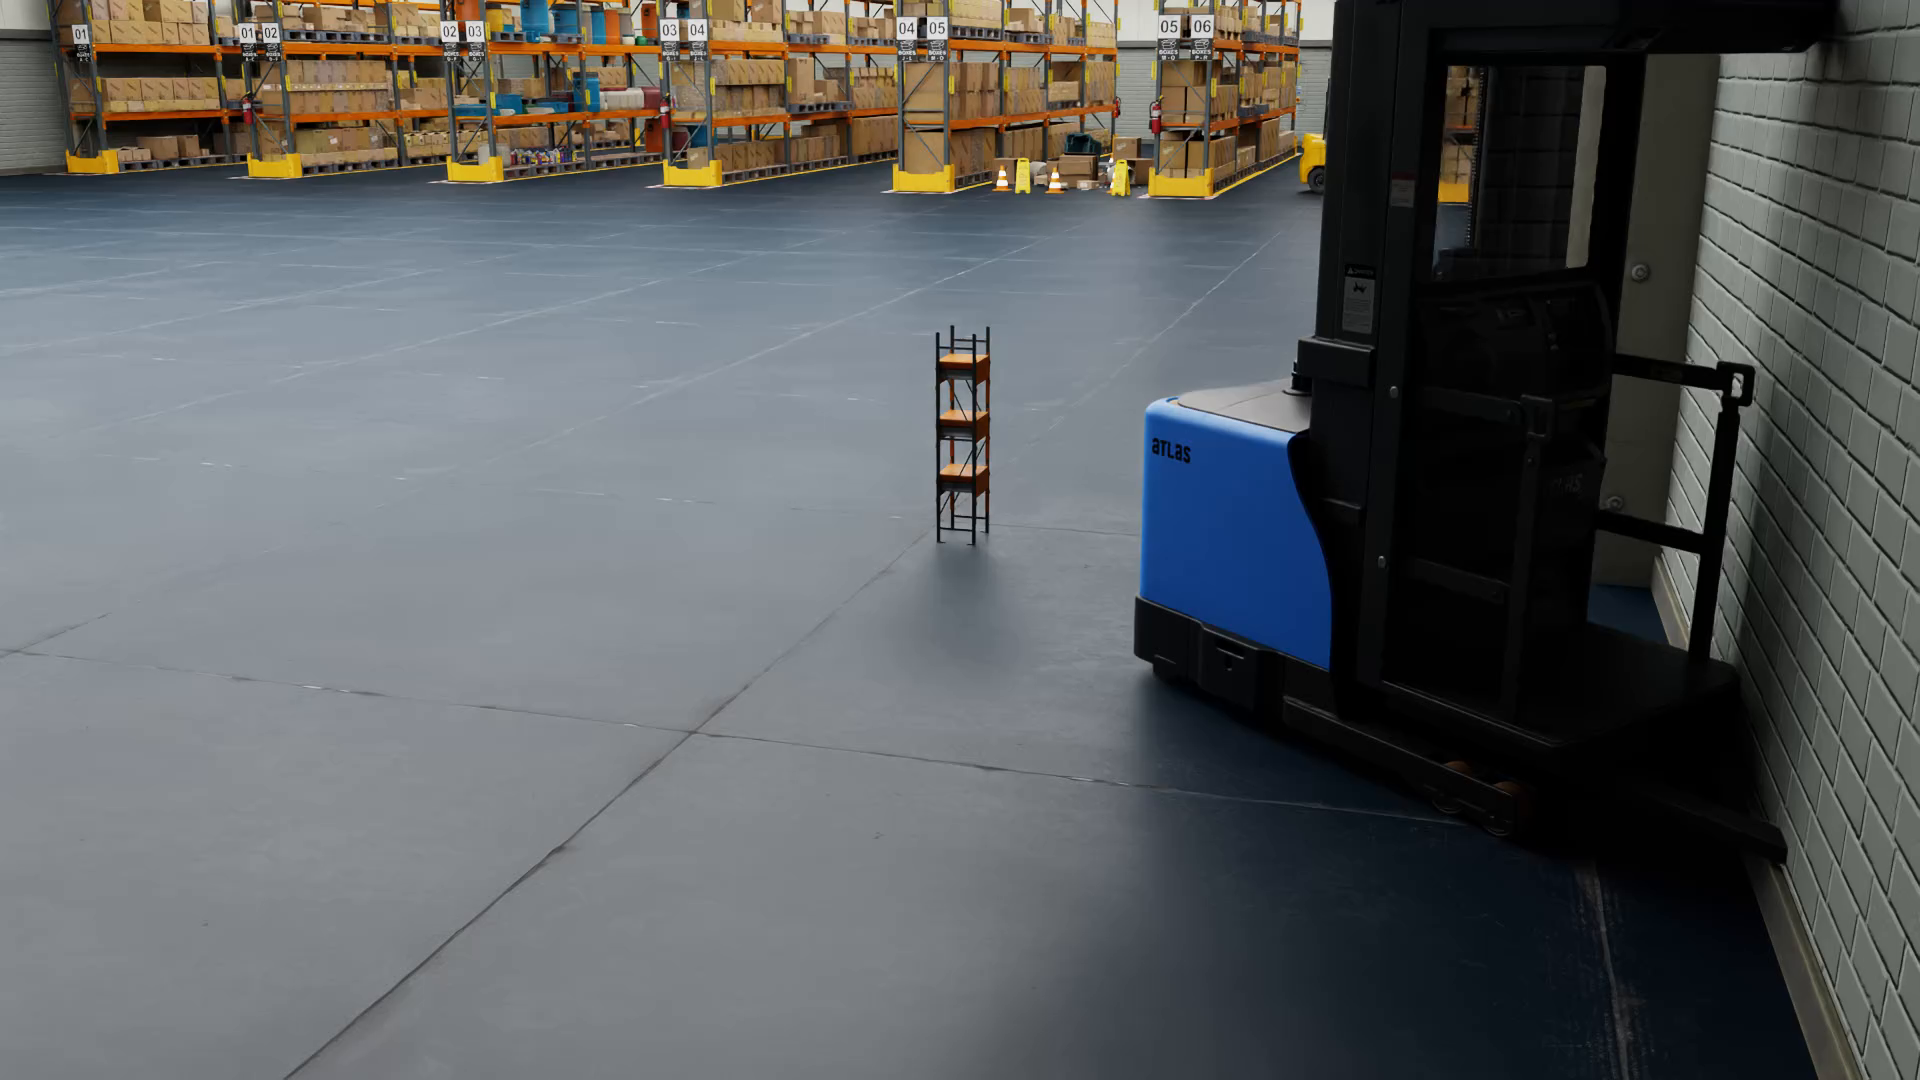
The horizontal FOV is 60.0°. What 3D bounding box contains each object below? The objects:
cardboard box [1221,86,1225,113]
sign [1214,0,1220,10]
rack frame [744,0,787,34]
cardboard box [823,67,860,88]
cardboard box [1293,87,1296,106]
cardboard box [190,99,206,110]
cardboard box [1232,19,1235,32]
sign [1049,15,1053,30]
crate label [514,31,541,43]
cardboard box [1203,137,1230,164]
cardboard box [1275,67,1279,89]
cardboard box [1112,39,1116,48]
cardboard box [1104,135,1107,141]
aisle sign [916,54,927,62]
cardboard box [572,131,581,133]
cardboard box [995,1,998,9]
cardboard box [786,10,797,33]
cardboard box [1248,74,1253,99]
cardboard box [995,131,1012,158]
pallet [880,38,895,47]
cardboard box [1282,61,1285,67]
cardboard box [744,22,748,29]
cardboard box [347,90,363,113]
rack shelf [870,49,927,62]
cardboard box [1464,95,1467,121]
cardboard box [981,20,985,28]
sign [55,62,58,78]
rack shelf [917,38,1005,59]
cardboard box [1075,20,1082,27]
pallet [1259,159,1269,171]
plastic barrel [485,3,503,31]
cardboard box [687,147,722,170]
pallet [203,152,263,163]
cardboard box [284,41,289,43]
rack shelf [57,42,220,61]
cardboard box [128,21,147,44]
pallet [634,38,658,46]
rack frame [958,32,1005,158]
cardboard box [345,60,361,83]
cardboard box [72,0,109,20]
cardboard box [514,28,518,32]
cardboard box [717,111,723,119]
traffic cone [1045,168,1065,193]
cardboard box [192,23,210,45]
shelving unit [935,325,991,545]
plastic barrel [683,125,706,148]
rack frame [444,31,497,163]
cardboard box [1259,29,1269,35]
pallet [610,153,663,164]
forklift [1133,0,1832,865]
[{"bbox_3d":[4.770,-8.400,31.718,0.500,0.500,0.500,4,16,15],"label":"cardboard box"},{"bbox_3d":[4.602,-9.658,29.786,0.100,0.325,0.005,5,16,16],"label":"sign"},{"bbox_3d":[-4.283,-12.538,36.043,1.000,3.000,0.127,5,16,16],"label":"rack frame"},{"bbox_3d":[-2.923,-11.419,41.070,0.797,0.503,0.637,5,17,18],"label":"cardboard box"},{"bbox_3d":[8.745,-11.924,44.690,0.500,0.500,0.500,5,17,16],"label":"cardboard box"},{"bbox_3d":[-18.524,-10.465,39.965,0.500,0.250,0.500,5,17,16],"label":"cardboard box"},{"bbox_3d":[5.050,-9.997,32.309,0.500,0.250,0.500,4,16,15],"label":"cardboard box"},{"bbox_3d":[2.110,-11.972,38.452,0.100,0.325,0.005,5,16,16],"label":"sign"},{"bbox_3d":[-9.320,-10.825,35.773,0.502,0.251,0.408,5,16,16],"label":"crate label"},{"bbox_3d":[5.021,-7.681,32.808,0.500,0.500,0.500,6,17,19],"label":"cardboard box"},{"bbox_3d":[7.466,-11.233,40.421,0.500,0.500,0.500,5,17,17],"label":"cardboard box"},{"bbox_3d":[3.979,-13.612,45.600,0.500,0.250,0.500,4,16,15],"label":"cardboard box"},{"bbox_3d":[3.832,-11.058,45.727,0.380,0.149,0.250,4,16,14],"label":"cardboard box"},{"bbox_3d":[-1.140,-14.084,47.724,0.394,0.787,0.004,5,16,16],"label":"aisle sign"},{"bbox_3d":[-11.403,-11.799,48.554,0.500,0.311,0.500,5,16,16],"label":"cardboard box"},{"bbox_3d":[0.574,-11.010,34.200,0.380,0.149,0.250,5,16,16],"label":"cardboard box"},{"bbox_3d":[-4.054,-11.462,36.787,0.797,0.503,0.637,4,16,13],"label":"cardboard box"},{"bbox_3d":[5.922,-9.636,35.309,0.500,0.500,0.500,5,16,16],"label":"cardboard box"},{"bbox_3d":[0.534,-8.530,36.259,1.050,0.750,0.750,5,16,16],"label":"cardboard box"},{"bbox_3d":[-2.223,-12.852,42.998,0.805,0.209,1.217,4,16,14],"label":"pallet"},{"bbox_3d":[8.050,-12.079,42.213,0.380,0.149,0.250,5,16,15],"label":"cardboard box"},{"bbox_3d":[-4.629,-10.698,34.598,0.380,0.149,0.250,4,16,14],"label":"cardboard box"},{"bbox_3d":[-14.190,-10.083,38.198,0.700,0.500,0.500,5,17,17],"label":"cardboard box"},{"bbox_3d":[-1.441,-13.365,45.774,1.077,0.370,4.000,5,16,16],"label":"rack shelf"},{"bbox_3d":[8.886,-7.785,30.097,0.500,0.500,0.500,5,17,18],"label":"cardboard box"},{"bbox_3d":[0.287,-10.360,33.367,0.380,0.149,0.250,4,16,15],"label":"cardboard box"},{"bbox_3d":[-20.193,-10.515,37.204,0.100,0.325,0.005,5,16,16],"label":"sign"},{"bbox_3d":[-0.124,-9.815,33.256,1.077,0.370,4.000,5,16,16],"label":"rack shelf"},{"bbox_3d":[3.032,-13.194,42.482,0.380,0.149,0.250,4,16,15],"label":"cardboard box"},{"bbox_3d":[6.652,-8.789,38.929,1.003,0.211,1.213,5,16,16],"label":"pallet"},{"bbox_3d":[-9.966,-11.033,35.120,0.600,0.588,0.600,0,16,0],"label":"plastic barrel"},{"bbox_3d":[-5.226,-7.767,34.027,0.500,0.500,0.500,8,18,26],"label":"cardboard box"},{"bbox_3d":[-18.310,-9.667,42.023,1.003,0.211,1.213,5,16,16],"label":"pallet"},{"bbox_3d":[-17.851,-13.021,43.017,0.797,0.503,0.637,7,17,24],"label":"cardboard box"},{"bbox_3d":[-19.098,-11.378,38.768,1.077,0.370,4.000,5,16,16],"label":"rack shelf"},{"bbox_3d":[-19.002,-11.601,38.014,0.500,0.500,0.500,5,17,18],"label":"cardboard box"},{"bbox_3d":[-7.584,-12.627,42.200,1.003,0.211,1.213,5,16,16],"label":"pallet"},{"bbox_3d":[0.444,-9.241,35.412,1.000,3.000,0.127,5,16,16],"label":"rack frame"},{"bbox_3d":[-14.185,-10.713,38.043,0.700,0.500,0.500,5,16,16],"label":"cardboard box"},{"bbox_3d":[-19.325,-11.822,36.961,0.500,0.500,0.500,3,16,12],"label":"cardboard box"},{"bbox_3d":[-12.258,-13.345,44.201,0.910,0.500,0.500,5,16,16],"label":"cardboard box"},{"bbox_3d":[-5.021,-8.605,33.629,0.380,0.149,0.250,5,16,16],"label":"cardboard box"},{"bbox_3d":[1.806,-6.826,31.548,0.336,0.463,0.334,5,16,16],"label":"traffic cone"},{"bbox_3d":[-18.437,-12.153,39.963,0.500,0.500,0.500,5,17,17],"label":"cardboard box"},{"bbox_3d":[0.015,-0.519,8.235,0.215,1.050,0.252,5,16,16],"label":"shelving unit"},{"bbox_3d":[-7.130,-10.995,44.673,0.600,0.901,0.708,5,16,16],"label":"plastic barrel"},{"bbox_3d":[-10.168,-8.990,34.526,1.000,3.000,0.127,5,16,16],"label":"rack frame"},{"bbox_3d":[7.099,-12.003,39.311,0.380,0.166,0.250,6,17,21],"label":"cardboard box"},{"bbox_3d":[-8.152,-9.541,41.582,1.003,0.211,1.213,5,16,16],"label":"pallet"},{"bbox_3d":[1.929,-0.647,5.239,1.130,2.935,3.031,-11,19,-33],"label":"forklift"}]
